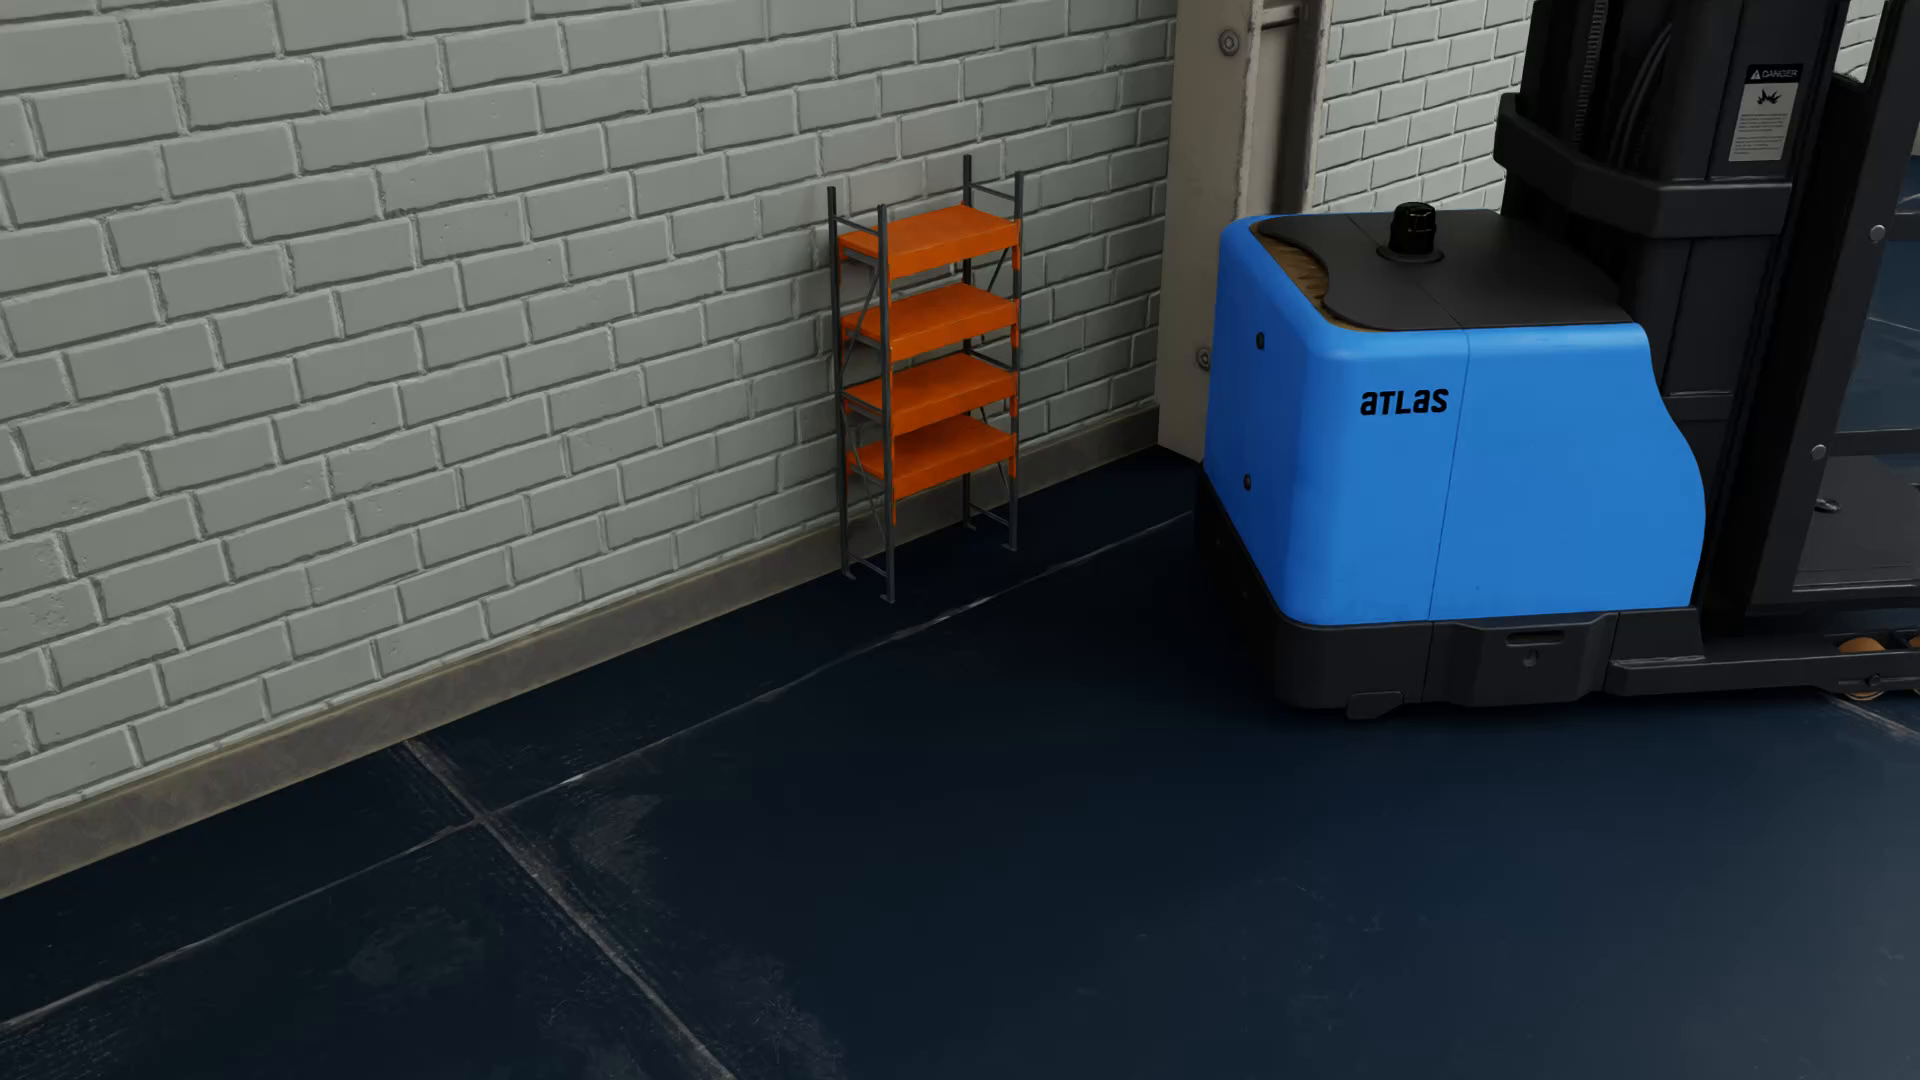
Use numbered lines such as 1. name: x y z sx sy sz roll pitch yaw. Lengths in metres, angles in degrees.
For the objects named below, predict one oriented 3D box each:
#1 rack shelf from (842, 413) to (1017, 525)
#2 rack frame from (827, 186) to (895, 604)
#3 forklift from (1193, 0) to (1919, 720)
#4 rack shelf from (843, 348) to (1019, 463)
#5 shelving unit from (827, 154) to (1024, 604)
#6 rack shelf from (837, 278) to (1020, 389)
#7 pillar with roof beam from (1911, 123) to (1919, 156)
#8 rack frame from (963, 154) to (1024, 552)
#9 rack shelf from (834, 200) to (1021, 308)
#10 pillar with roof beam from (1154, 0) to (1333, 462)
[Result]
1. rack shelf: -0.091 -0.226 4.964 0.480 0.148 0.258 -22 35 -35
2. rack frame: -0.275 -0.385 4.697 0.015 1.200 0.240 -22 35 -35
3. forklift: 2.268 -1.109 4.216 3.031 2.935 1.130 -3 28 -5
4. rack shelf: -0.091 -0.401 4.870 0.480 0.148 0.258 -22 35 -35
5. shelving unit: -0.091 -0.460 4.838 0.503 1.200 0.258 -22 35 -35
6. rack shelf: -0.091 -0.598 4.764 0.480 0.148 0.258 -22 35 -35
7. pillar with roof beam: 8.285 -4.620 4.348 0.400 9.000 9.100 -22 35 -35
8. rack frame: 0.093 -0.536 4.979 0.015 1.200 0.240 -22 35 -35
9. rack shelf: -0.091 -0.807 4.653 0.480 0.148 0.258 -22 35 -35
10. pillar with roof beam: 3.721 -2.785 0.913 0.400 9.000 9.100 -22 35 -35
